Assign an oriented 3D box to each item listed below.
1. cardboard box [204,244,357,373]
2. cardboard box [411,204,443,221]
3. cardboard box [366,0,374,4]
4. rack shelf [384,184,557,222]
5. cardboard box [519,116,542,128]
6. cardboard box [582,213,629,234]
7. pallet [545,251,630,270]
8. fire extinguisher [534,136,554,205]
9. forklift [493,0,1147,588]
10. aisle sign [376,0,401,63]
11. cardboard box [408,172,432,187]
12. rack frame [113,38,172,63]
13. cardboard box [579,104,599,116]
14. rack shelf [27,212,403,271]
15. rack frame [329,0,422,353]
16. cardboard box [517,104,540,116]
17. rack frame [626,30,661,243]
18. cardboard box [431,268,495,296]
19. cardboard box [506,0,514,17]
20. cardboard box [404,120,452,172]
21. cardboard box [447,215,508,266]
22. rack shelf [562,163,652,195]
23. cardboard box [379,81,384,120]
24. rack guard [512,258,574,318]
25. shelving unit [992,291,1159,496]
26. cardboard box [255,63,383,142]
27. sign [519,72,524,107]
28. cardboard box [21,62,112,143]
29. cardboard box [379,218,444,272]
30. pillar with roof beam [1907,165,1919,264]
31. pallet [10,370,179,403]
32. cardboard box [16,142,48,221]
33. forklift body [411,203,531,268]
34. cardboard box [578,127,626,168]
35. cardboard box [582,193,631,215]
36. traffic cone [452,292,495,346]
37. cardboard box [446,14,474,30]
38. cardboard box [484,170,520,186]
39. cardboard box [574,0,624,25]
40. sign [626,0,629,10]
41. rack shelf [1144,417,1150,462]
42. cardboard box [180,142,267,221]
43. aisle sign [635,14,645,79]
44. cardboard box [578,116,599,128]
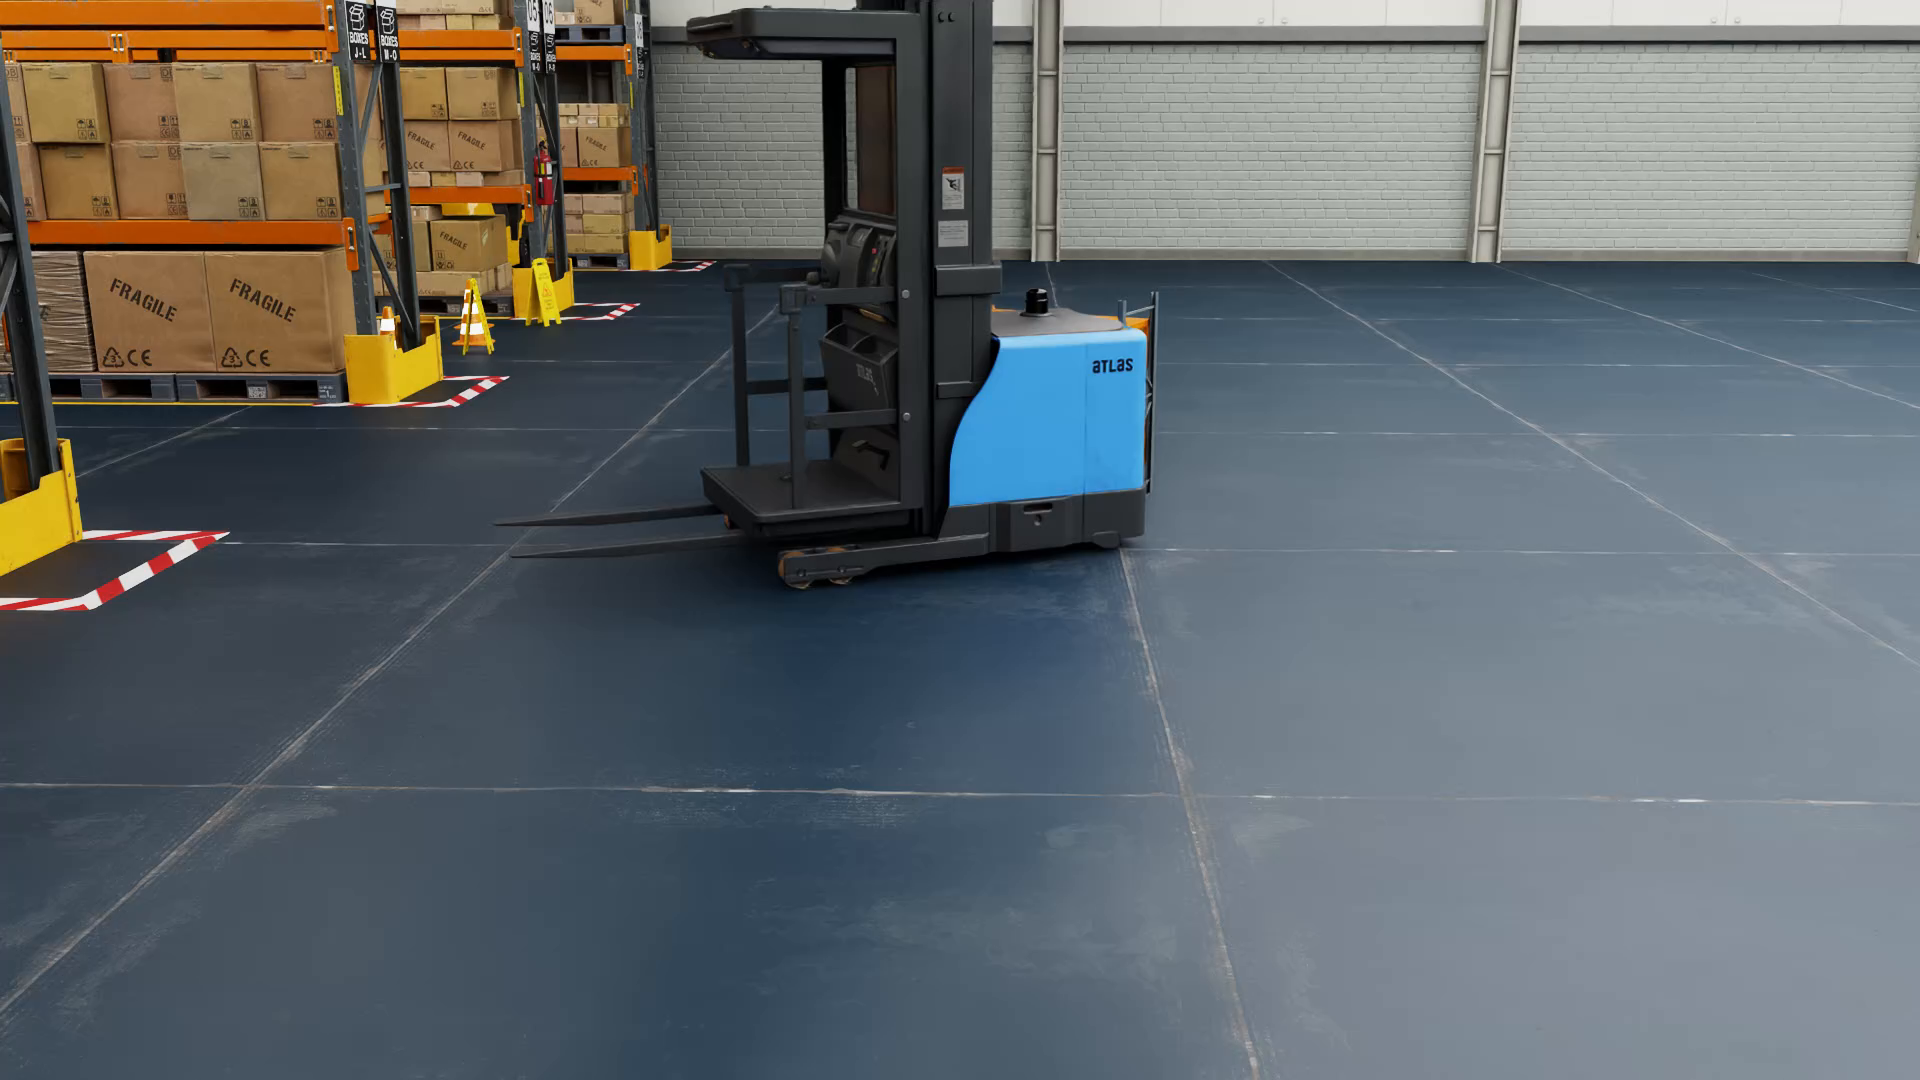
[{"bbox_3d":[-4.974,-1.750,12.434,0.875,0.875,0.875,0,15,2],"label":"cardboard box"},{"bbox_3d":[-5.446,-3.323,16.882,0.250,0.149,0.380,1,15,3],"label":"cardboard box"},{"bbox_3d":[-5.809,-5.312,16.423,0.500,0.250,0.500,1,15,3],"label":"cardboard box"},{"bbox_3d":[-6.269,-3.515,17.192,4.000,0.370,1.077,0,15,1],"label":"rack shelf"},{"bbox_3d":[-5.530,-5.414,21.512,0.250,0.149,0.380,0,15,0],"label":"cardboard box"},{"bbox_3d":[-4.641,-4.154,21.792,0.500,0.250,0.500,0,15,1],"label":"cardboard box"},{"bbox_3d":[-4.912,-3.761,22.183,1.213,0.211,1.003,0,15,1],"label":"pallet"},{"bbox_3d":[-4.167,-3.694,16.612,0.183,0.674,0.296,0,15,1],"label":"fire extinguisher"},{"bbox_3d":[-0.659,-1.351,7.715,3.031,2.935,1.130,-6,16,-21],"label":"forklift"},{"bbox_3d":[-4.216,-3.920,12.220,0.004,0.787,0.394,0,15,1],"label":"aisle sign"},{"bbox_3d":[-5.419,-3.650,16.789,0.250,0.149,0.380,1,15,2],"label":"cardboard box"},{"bbox_3d":[-8.268,-3.876,17.150,0.127,3.000,1.000,0,15,1],"label":"rack frame"},{"bbox_3d":[-4.757,-5.563,21.497,0.250,0.149,0.380,0,15,2],"label":"cardboard box"},{"bbox_3d":[-6.294,-2.252,12.405,4.000,0.370,1.077,0,15,1],"label":"rack shelf"},{"bbox_3d":[-4.295,-2.587,12.264,0.127,3.000,1.000,0,15,1],"label":"rack frame"},{"bbox_3d":[-5.530,-5.552,21.454,0.250,0.149,0.380,1,15,3],"label":"cardboard box"},{"bbox_3d":[-4.146,-5.115,21.849,0.127,3.000,1.000,0,15,1],"label":"rack frame"},{"bbox_3d":[-5.108,-2.660,17.109,0.500,0.250,0.500,0,15,1],"label":"cardboard box"},{"bbox_3d":[-4.765,-5.442,16.919,0.500,0.250,0.500,0,15,0],"label":"cardboard box"},{"bbox_3d":[-5.319,-3.979,16.764,0.500,0.500,0.500,0,15,2],"label":"cardboard box"},{"bbox_3d":[-5.093,-3.161,17.540,0.500,0.500,0.500,0,15,0],"label":"cardboard box"},{"bbox_3d":[-6.146,-4.781,21.990,4.000,0.370,1.077,0,15,1],"label":"rack shelf"},{"bbox_3d":[-5.804,-4.455,16.607,0.500,0.500,0.700,0,15,1],"label":"cardboard box"},{"bbox_3d":[-4.345,-2.641,17.372,0.348,0.500,1.175,0,15,1],"label":"rack guard"},{"bbox_3d":[0.503,-0.814,9.222,1.048,1.125,0.538,8,17,27],"label":"shelving unit"},{"bbox_3d":[-4.665,-3.193,12.153,0.550,0.550,0.875,0,15,1],"label":"cardboard box"},{"bbox_3d":[-4.304,-4.421,16.327,0.005,0.325,0.100,0,15,1],"label":"sign"},{"bbox_3d":[-6.306,-3.182,12.110,0.500,0.550,0.875,0,15,1],"label":"cardboard box"},{"bbox_3d":[-5.599,-3.027,17.030,0.500,0.500,0.500,1,15,4],"label":"cardboard box"},{"bbox_3d":[13.065,-7.035,17.366,0.400,9.000,9.100,0,15,1],"label":"pillar with roof beam"},{"bbox_3d":[-6.313,-1.232,12.596,1.213,0.211,1.003,0,15,1],"label":"pallet"},{"bbox_3d":[-6.837,-2.654,12.227,0.550,0.550,0.875,0,15,1],"label":"cardboard box"},{"bbox_3d":[-6.089,-4.252,20.241,1.214,2.155,2.313,0,15,1],"label":"forklift body"},{"bbox_3d":[-4.645,-5.100,21.594,0.500,0.500,0.500,0,15,0],"label":"cardboard box"},{"bbox_3d":[-4.615,-4.396,21.728,0.500,0.250,0.500,1,15,3],"label":"cardboard box"},{"bbox_3d":[-4.421,-2.011,15.057,0.334,0.463,0.336,0,15,1],"label":"traffic cone"},{"bbox_3d":[-4.883,-5.103,16.413,0.250,0.149,0.380,0,15,2],"label":"cardboard box"},{"bbox_3d":[-4.649,-3.676,16.885,0.250,0.149,0.380,1,15,3],"label":"cardboard box"},{"bbox_3d":[-4.595,-6.806,21.163,0.500,0.500,0.500,1,15,3],"label":"cardboard box"},{"bbox_3d":[-4.174,-6.817,20.839,0.005,0.325,0.100,0,15,1],"label":"sign"},{"bbox_3d":[0.503,-0.578,9.284,1.000,0.278,0.538,8,17,27],"label":"rack shelf"},{"bbox_3d":[-5.217,-2.648,12.202,0.550,0.550,0.875,0,15,1],"label":"cardboard box"},{"bbox_3d":[-4.088,-6.297,21.232,0.004,0.787,0.394,0,15,1],"label":"aisle sign"},{"bbox_3d":[-4.756,-5.402,21.469,0.250,0.149,0.380,1,15,2],"label":"cardboard box"}]
